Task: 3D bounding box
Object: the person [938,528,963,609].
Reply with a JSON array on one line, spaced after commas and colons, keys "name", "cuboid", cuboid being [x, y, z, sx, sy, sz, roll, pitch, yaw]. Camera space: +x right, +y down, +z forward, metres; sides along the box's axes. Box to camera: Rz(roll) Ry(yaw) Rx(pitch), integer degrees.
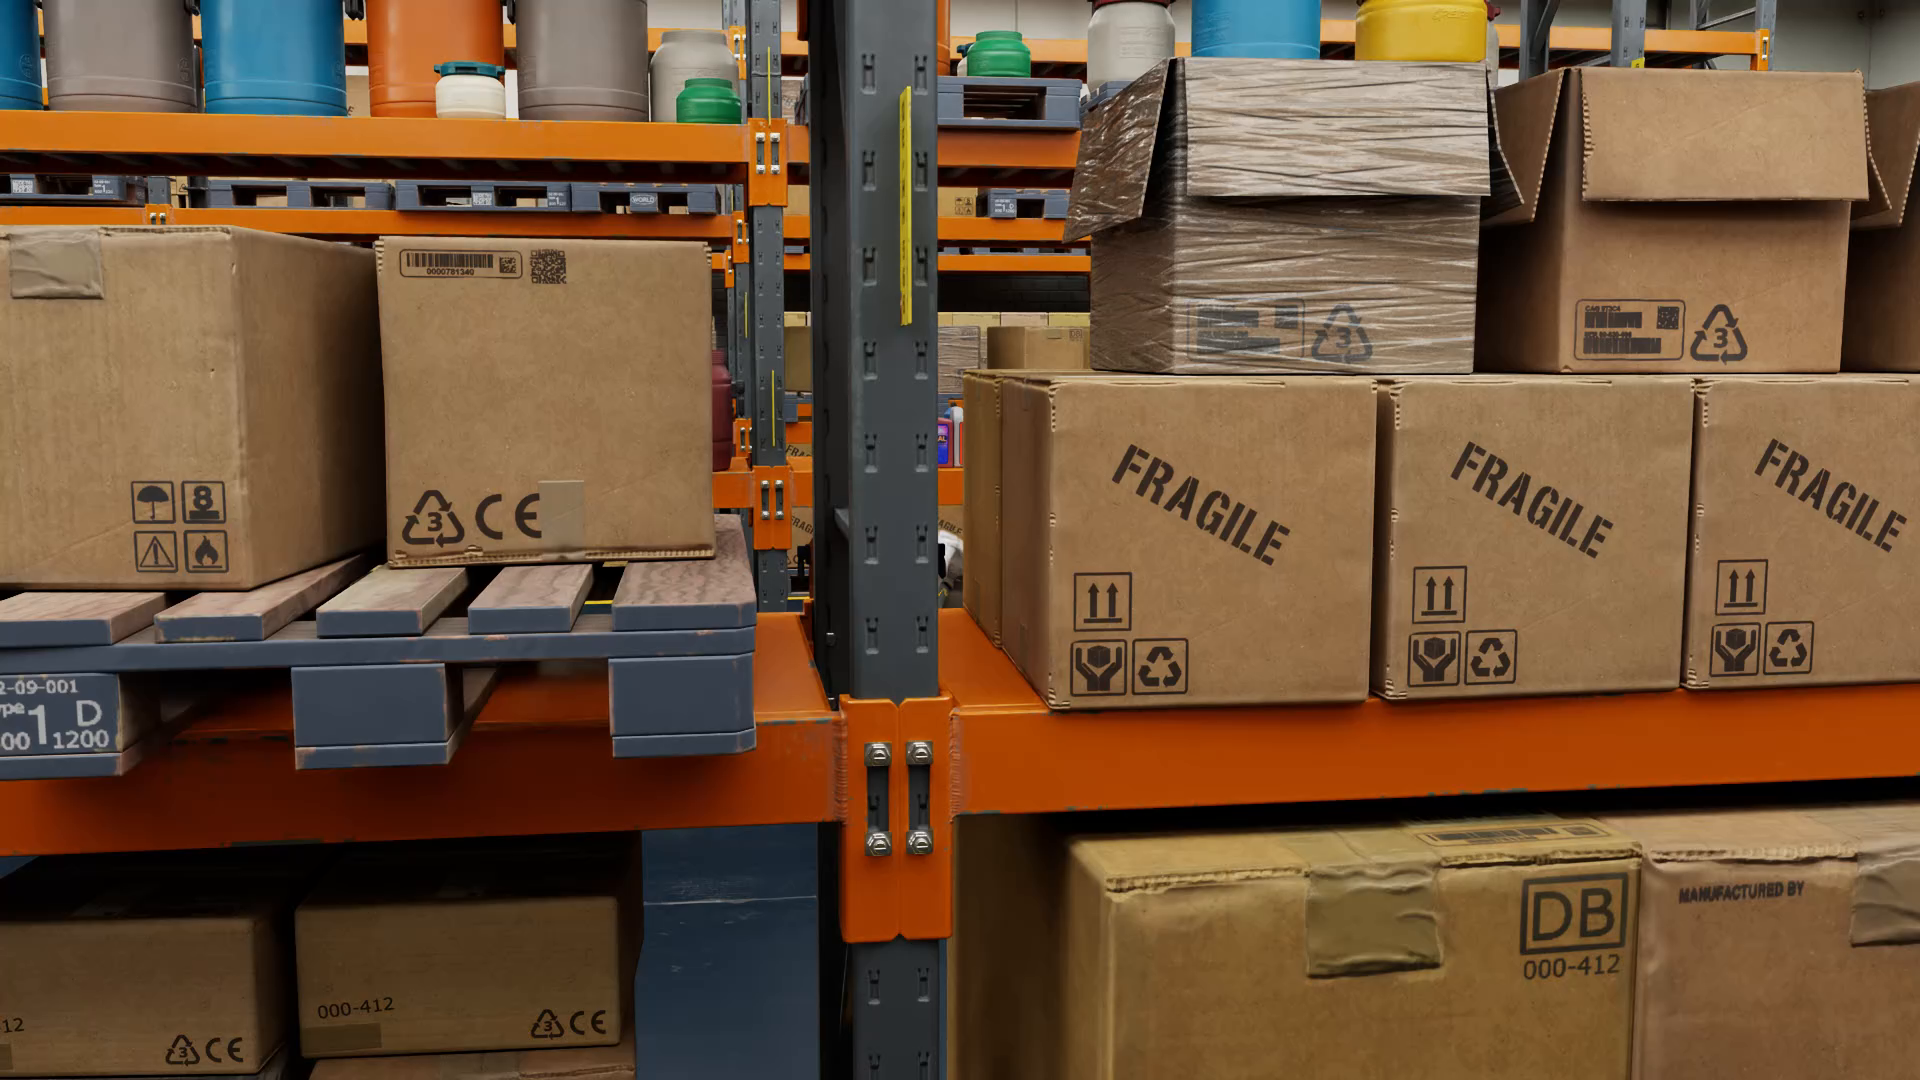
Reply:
[{"name": "person", "cuboid": [-0.099, 0.280, 9.374, 0.794, 1.001, 0.473, -1, 7, -11]}]
